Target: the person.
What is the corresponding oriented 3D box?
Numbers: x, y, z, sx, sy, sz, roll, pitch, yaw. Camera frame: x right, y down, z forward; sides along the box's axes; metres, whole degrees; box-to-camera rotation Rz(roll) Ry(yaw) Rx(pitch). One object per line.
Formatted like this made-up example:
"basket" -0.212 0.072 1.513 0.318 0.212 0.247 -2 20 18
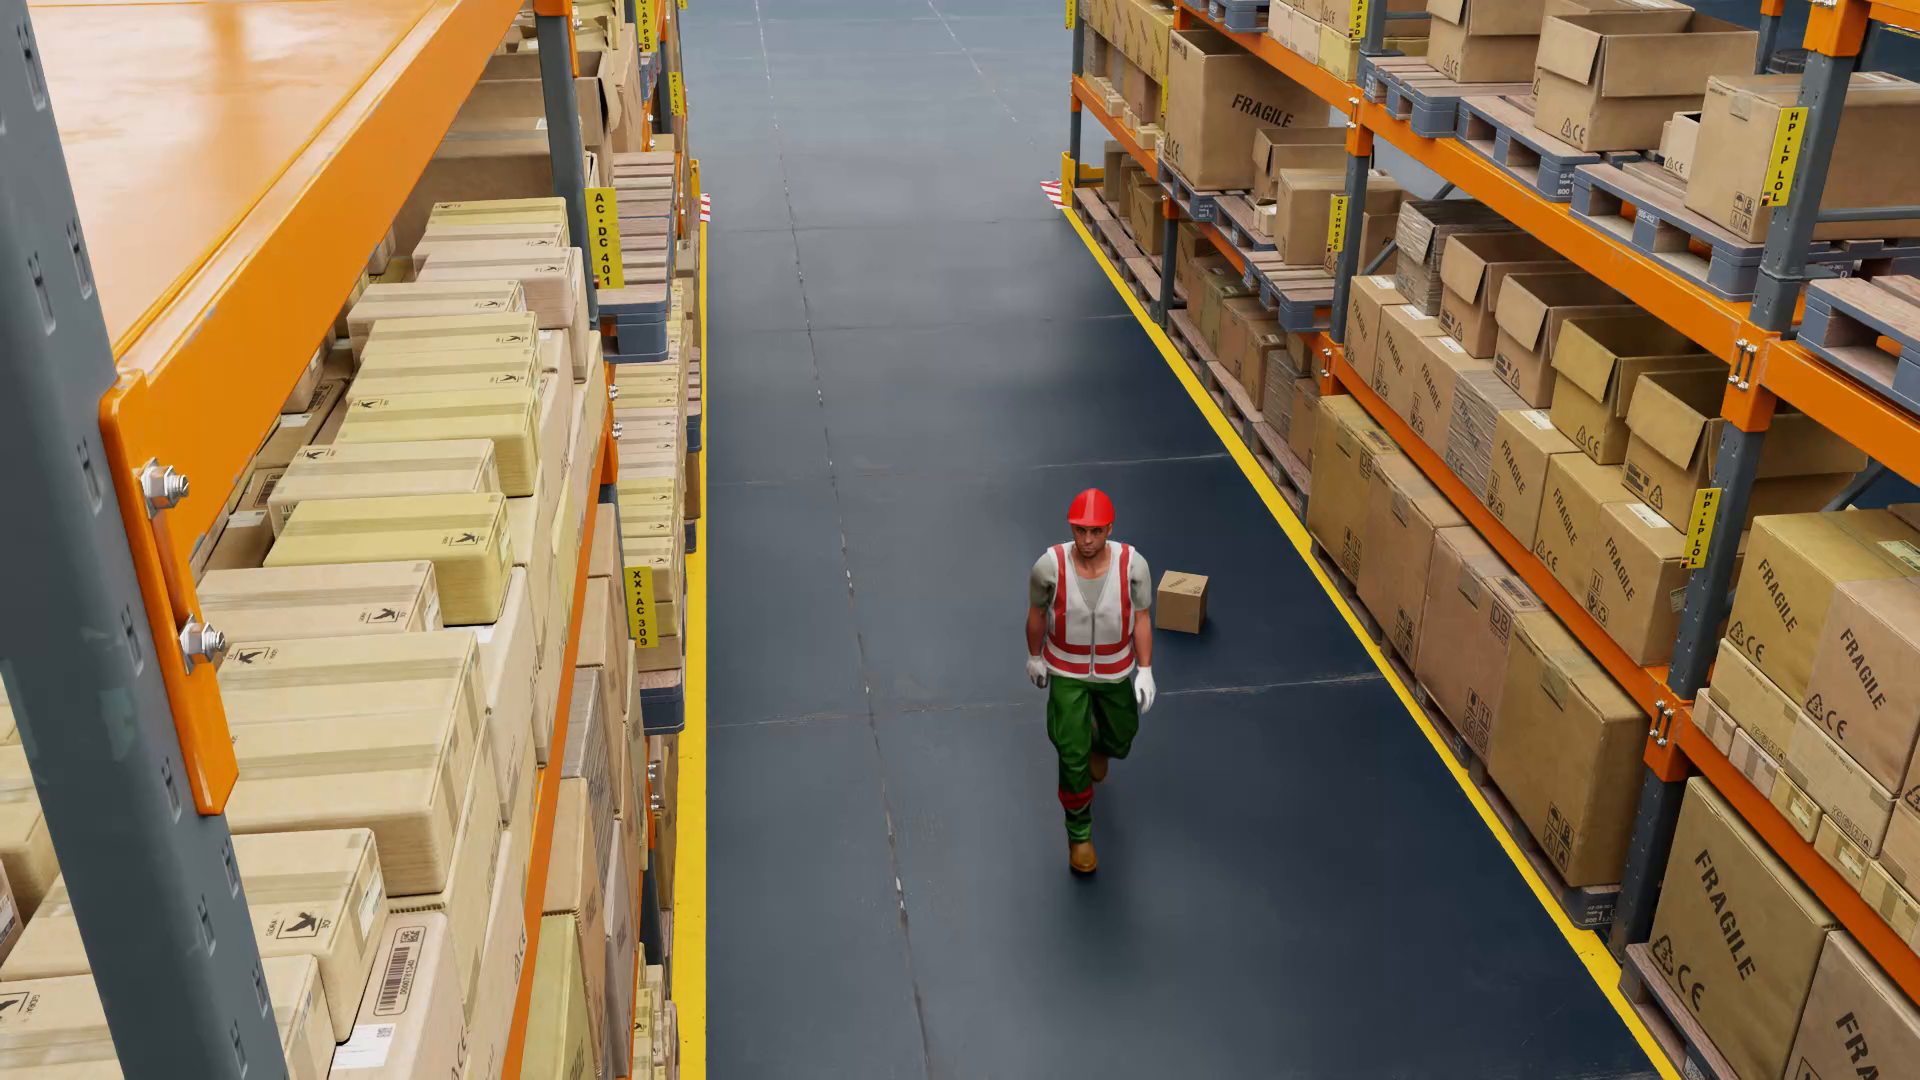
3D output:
"person" 0.582 0.552 7.481 0.571 1.762 0.853 -1 27 -2
